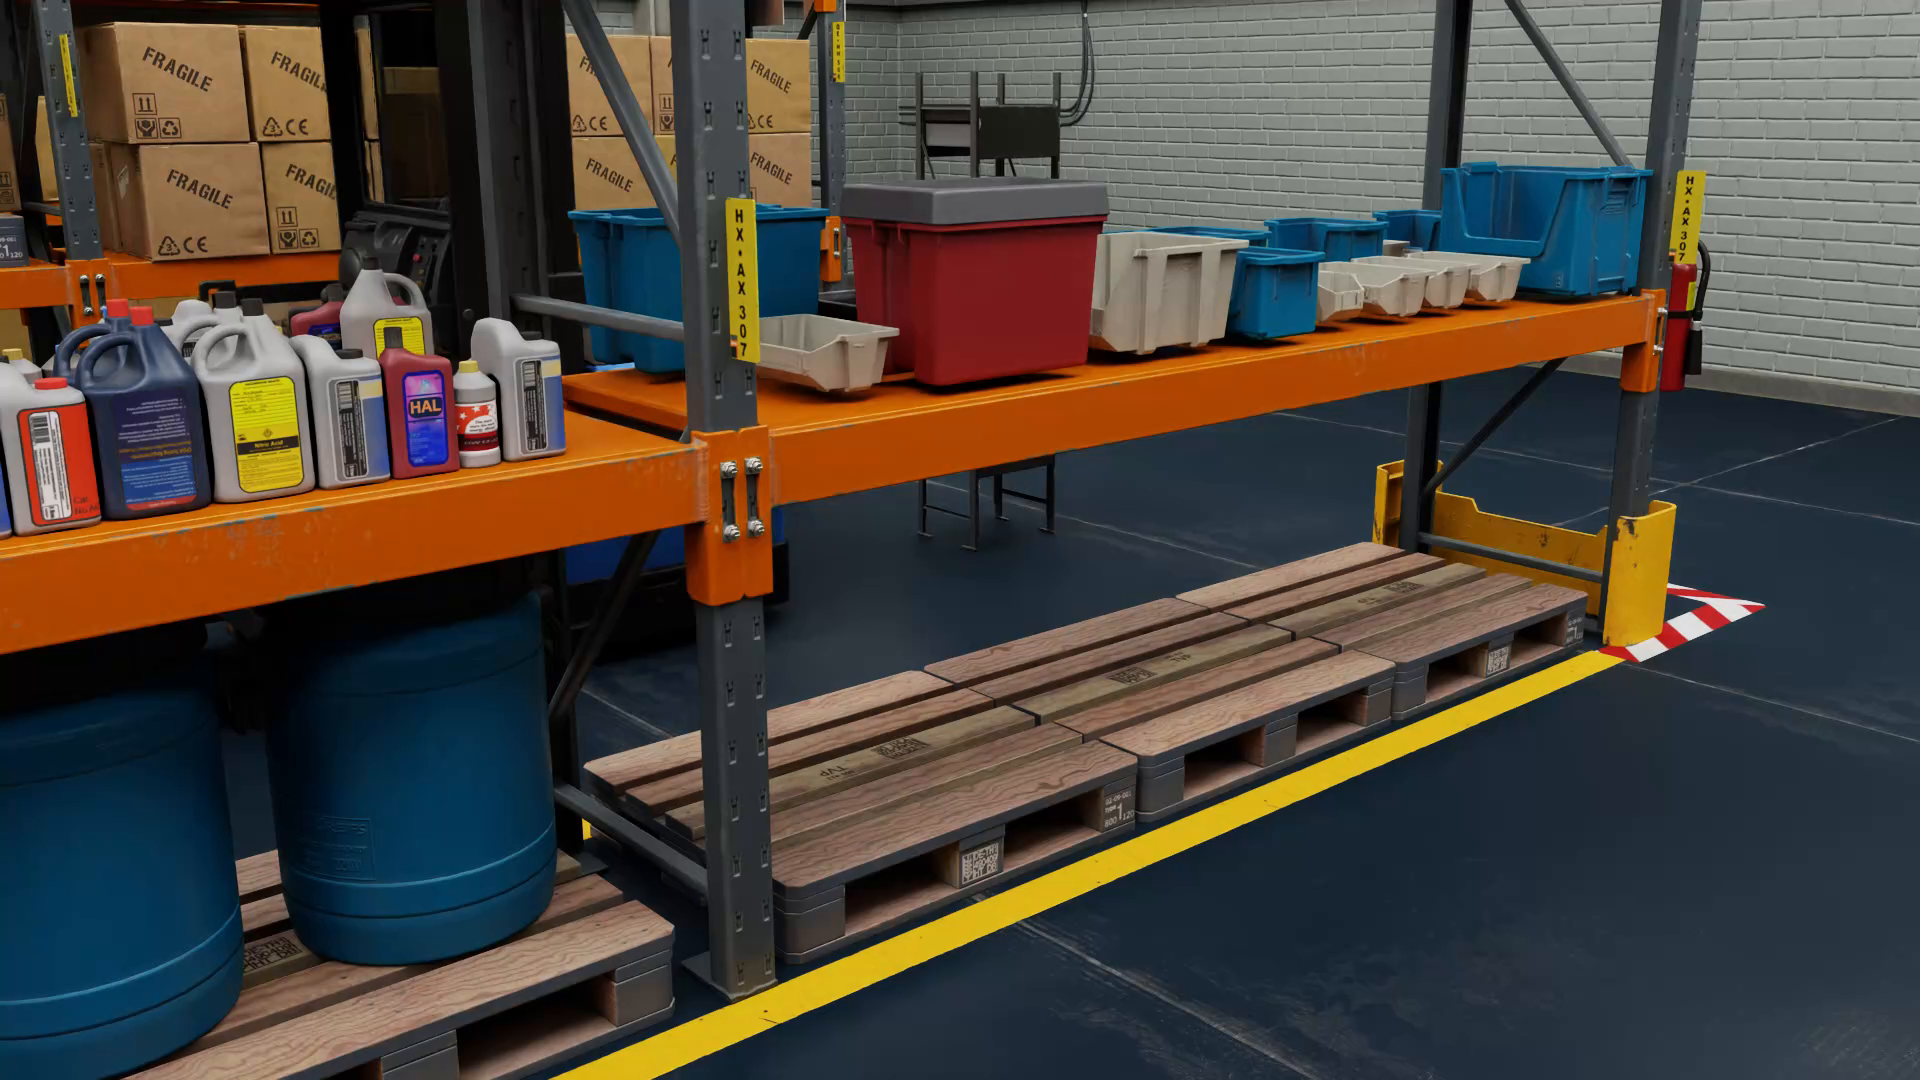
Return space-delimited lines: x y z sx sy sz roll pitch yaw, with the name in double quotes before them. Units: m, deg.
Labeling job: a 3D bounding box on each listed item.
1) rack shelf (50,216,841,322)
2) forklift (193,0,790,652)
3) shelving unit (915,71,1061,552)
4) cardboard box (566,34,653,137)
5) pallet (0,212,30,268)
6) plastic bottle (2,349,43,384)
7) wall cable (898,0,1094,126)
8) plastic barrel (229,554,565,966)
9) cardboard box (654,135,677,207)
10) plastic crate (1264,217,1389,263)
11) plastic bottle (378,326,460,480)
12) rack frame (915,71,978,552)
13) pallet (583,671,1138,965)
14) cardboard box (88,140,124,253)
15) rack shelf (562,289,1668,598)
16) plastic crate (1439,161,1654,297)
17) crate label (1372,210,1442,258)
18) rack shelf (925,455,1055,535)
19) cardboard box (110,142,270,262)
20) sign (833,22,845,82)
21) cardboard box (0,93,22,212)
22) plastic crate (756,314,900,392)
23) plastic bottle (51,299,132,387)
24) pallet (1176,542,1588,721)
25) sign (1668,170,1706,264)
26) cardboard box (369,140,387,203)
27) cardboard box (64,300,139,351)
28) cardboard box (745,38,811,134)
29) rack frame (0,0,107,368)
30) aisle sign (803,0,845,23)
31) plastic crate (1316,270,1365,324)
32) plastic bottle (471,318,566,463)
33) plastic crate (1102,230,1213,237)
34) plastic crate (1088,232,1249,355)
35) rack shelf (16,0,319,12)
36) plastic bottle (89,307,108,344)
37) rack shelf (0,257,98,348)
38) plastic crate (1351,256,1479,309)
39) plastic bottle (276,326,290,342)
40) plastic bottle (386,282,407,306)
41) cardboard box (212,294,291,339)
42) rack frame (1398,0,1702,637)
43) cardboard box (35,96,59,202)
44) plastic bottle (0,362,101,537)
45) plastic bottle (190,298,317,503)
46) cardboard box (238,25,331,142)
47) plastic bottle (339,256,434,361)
"rack shelf" -2.539 -1.455 8.778 4.000 0.370 1.077 -13 19 -39
"forklift" -2.142 -0.972 5.709 3.031 2.935 1.130 -12 19 -37
"shelving unit" 0.125 -1.042 7.584 0.503 2.100 0.431 -13 19 -39
"cardboard box" -1.954 -2.369 8.675 0.500 0.500 0.500 -12 19 -38
"pallet" -4.722 -1.257 7.014 1.213 0.211 1.003 -13 19 -39
"plastic bottle" -1.927 -0.289 3.405 0.097 0.201 0.097 0 15 0
"wall cable" 0.216 -5.392 16.514 0.112 2.526 3.097 -13 19 -39
"plastic barrel" -1.221 0.401 3.688 0.708 0.901 0.600 -13 19 -39
"cardboard box" -1.579 -1.972 9.126 0.500 0.500 0.500 -12 19 -39
"plastic crate" 1.319 -1.035 6.021 0.300 0.233 0.416 -13 19 -39
"plastic bottle" -1.029 -0.264 3.154 0.133 0.283 0.061 -13 19 -39
"rack frame" -0.059 -1.001 7.429 0.015 2.100 0.400 -13 19 -39
"pallet" -0.270 0.717 4.658 1.213 0.211 1.003 -13 19 -39
"cardboard box" -3.839 -1.646 7.908 0.500 0.500 0.500 -12 19 -38
"rack shelf" 0.710 -0.490 5.165 4.000 0.370 1.077 -13 19 -39
"plastic crate" 2.088 -1.129 5.980 0.499 0.435 0.616 -13 19 -39
"crate label" 1.816 -1.147 6.438 0.303 0.233 0.416 -13 19 -39
"rack shelf" 0.125 -0.353 7.768 0.480 0.518 0.431 -13 19 -39
"cardboard box" -3.485 -1.545 7.528 0.500 0.500 0.500 -12 19 -38
"sign" -0.681 -2.742 9.346 0.005 0.325 0.100 -13 19 -39
"cardboard box" -4.552 -1.678 7.212 0.700 0.500 0.500 8 17 28
"plastic crate" -0.354 -0.451 4.021 0.243 0.136 0.396 -13 19 -39
"plastic bottle" -1.512 -0.252 2.977 0.185 0.351 0.144 -13 19 -39
"pallet" 1.571 0.303 6.206 1.213 0.211 1.003 -13 19 -39
"sign" 2.592 -1.151 5.929 0.005 0.325 0.100 -13 19 -39
"cardboard box" -2.721 -1.717 8.171 0.500 0.500 0.500 -13 20 -40
"cardboard box" -6.290 -1.614 12.009 0.500 0.500 0.700 -13 20 -40
"cardboard box" -1.186 -2.544 9.329 0.500 0.500 0.500 -13 20 -40
"rack frame" -4.048 -1.464 7.417 0.127 3.000 1.000 -13 19 -39
"aisle sign" -0.778 -3.349 9.438 0.004 0.787 0.394 -13 19 -39
"plastic crate" 1.089 -0.752 5.149 0.250 0.136 0.298 -13 19 -39
"plastic bottle" -0.884 -0.309 3.334 0.135 0.276 0.152 -13 19 -39
"plastic crate" 0.596 -0.873 5.413 0.300 0.233 0.416 -13 19 -39
"plastic crate" 0.474 -0.693 4.646 0.530 0.282 0.437 -13 19 -39
"rack shelf" -5.794 -3.868 11.999 4.000 0.370 1.077 -13 19 -39
"plastic bottle" -1.780 -0.356 3.519 0.097 0.271 0.097 0 15 0
"rack shelf" -5.557 -0.777 6.241 4.000 0.370 1.077 -13 19 -39
"plastic crate" 1.494 -0.858 5.545 0.243 0.136 0.396 -13 19 -39
"plastic bottle" -1.532 -0.378 3.737 0.097 0.201 0.097 0 15 0
"plastic bottle" -1.356 -0.463 3.897 0.133 0.283 0.061 -13 19 -39
"cardboard box" -5.504 -1.792 12.676 0.500 0.500 0.700 -13 20 -41
"rack frame" 2.218 -1.176 6.341 0.127 3.000 1.000 -13 19 -39
"cardboard box" -6.328 -2.783 11.777 0.700 0.700 0.980 -13 20 -41
"plastic bottle" -1.540 -0.162 2.783 0.135 0.276 0.152 -13 19 -39
"plastic bottle" -1.278 -0.255 2.989 0.185 0.351 0.144 -13 19 -39
"cardboard box" -3.119 -2.107 7.696 0.500 0.500 0.500 -13 20 -41
"plastic bottle" -1.308 -0.471 3.798 0.185 0.351 0.144 -13 19 -39
